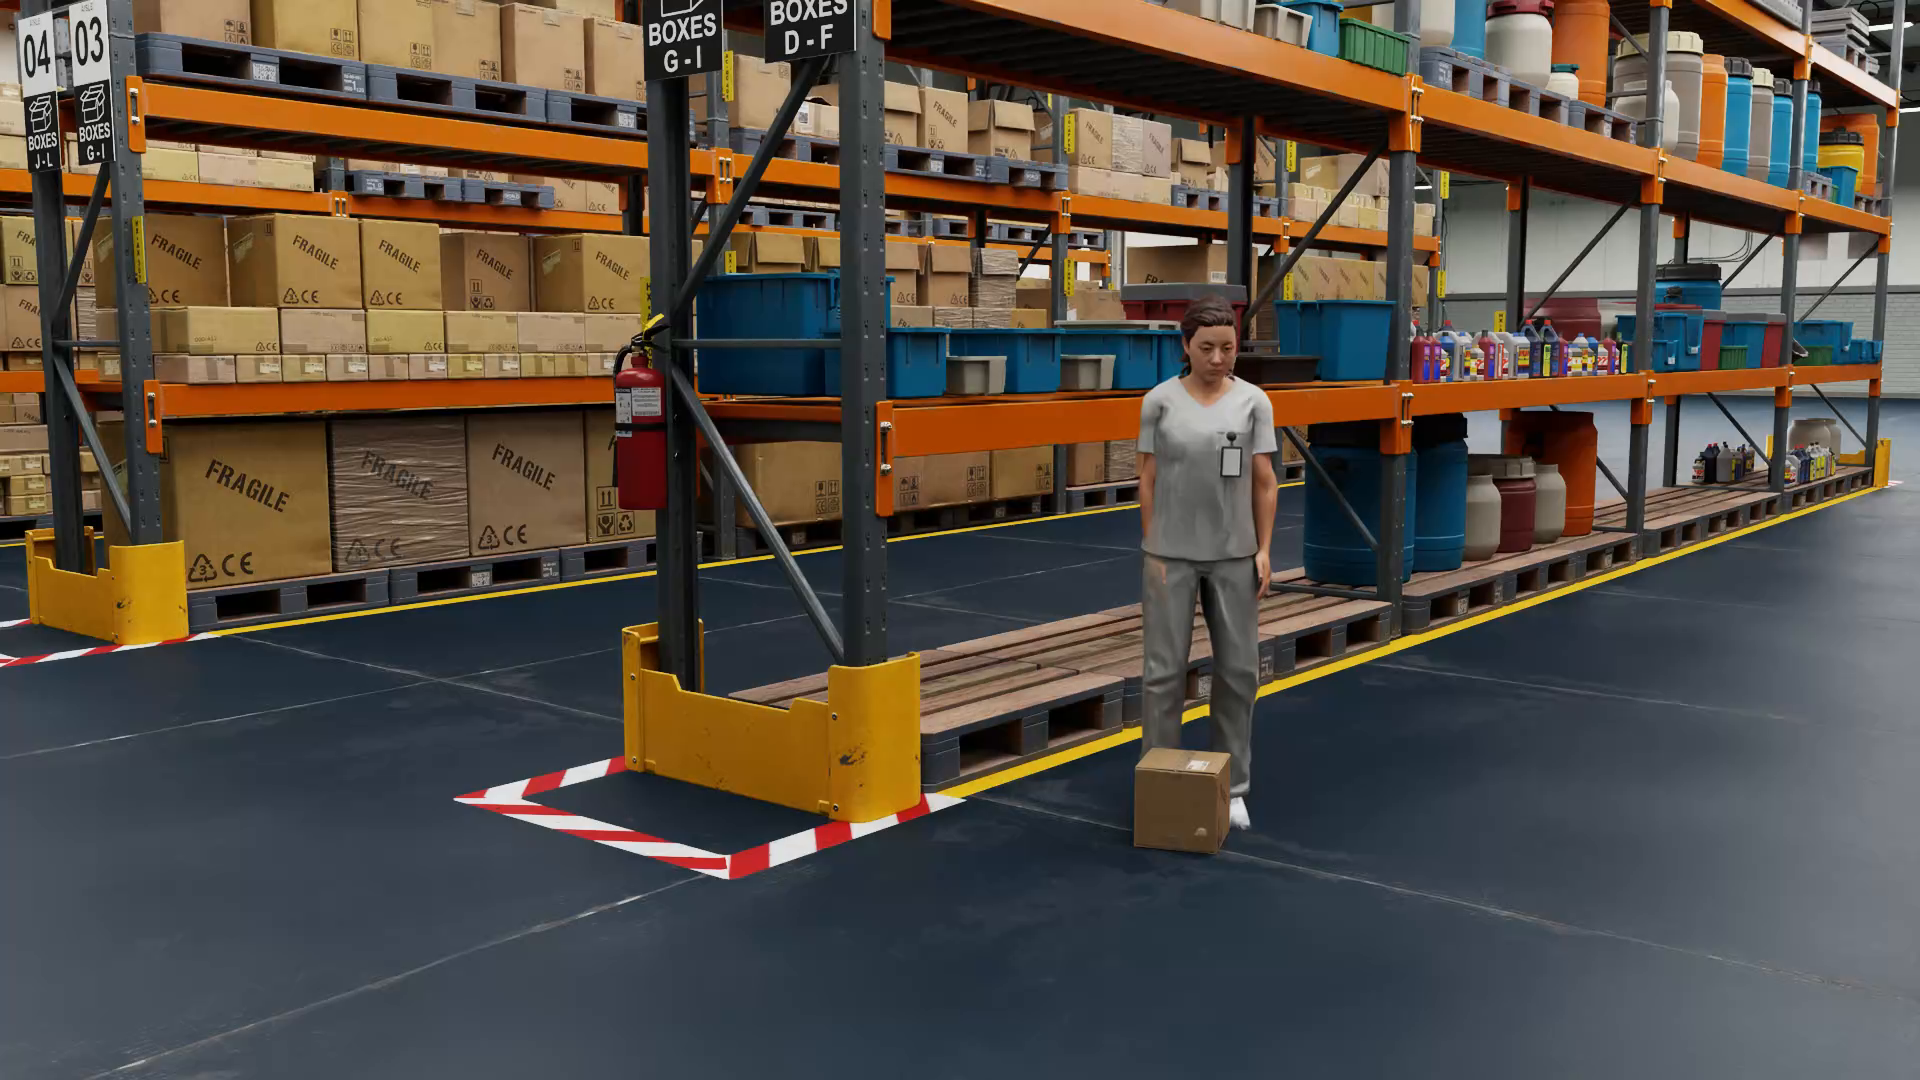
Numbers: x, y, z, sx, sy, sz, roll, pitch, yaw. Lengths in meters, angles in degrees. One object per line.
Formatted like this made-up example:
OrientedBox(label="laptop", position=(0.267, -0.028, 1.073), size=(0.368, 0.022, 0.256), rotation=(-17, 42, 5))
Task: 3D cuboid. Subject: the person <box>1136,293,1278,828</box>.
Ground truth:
OrientedBox(label="person", position=(0.777, 0.064, 5.266), size=(0.444, 1.671, 0.358), rotation=(0, 7, 3))
